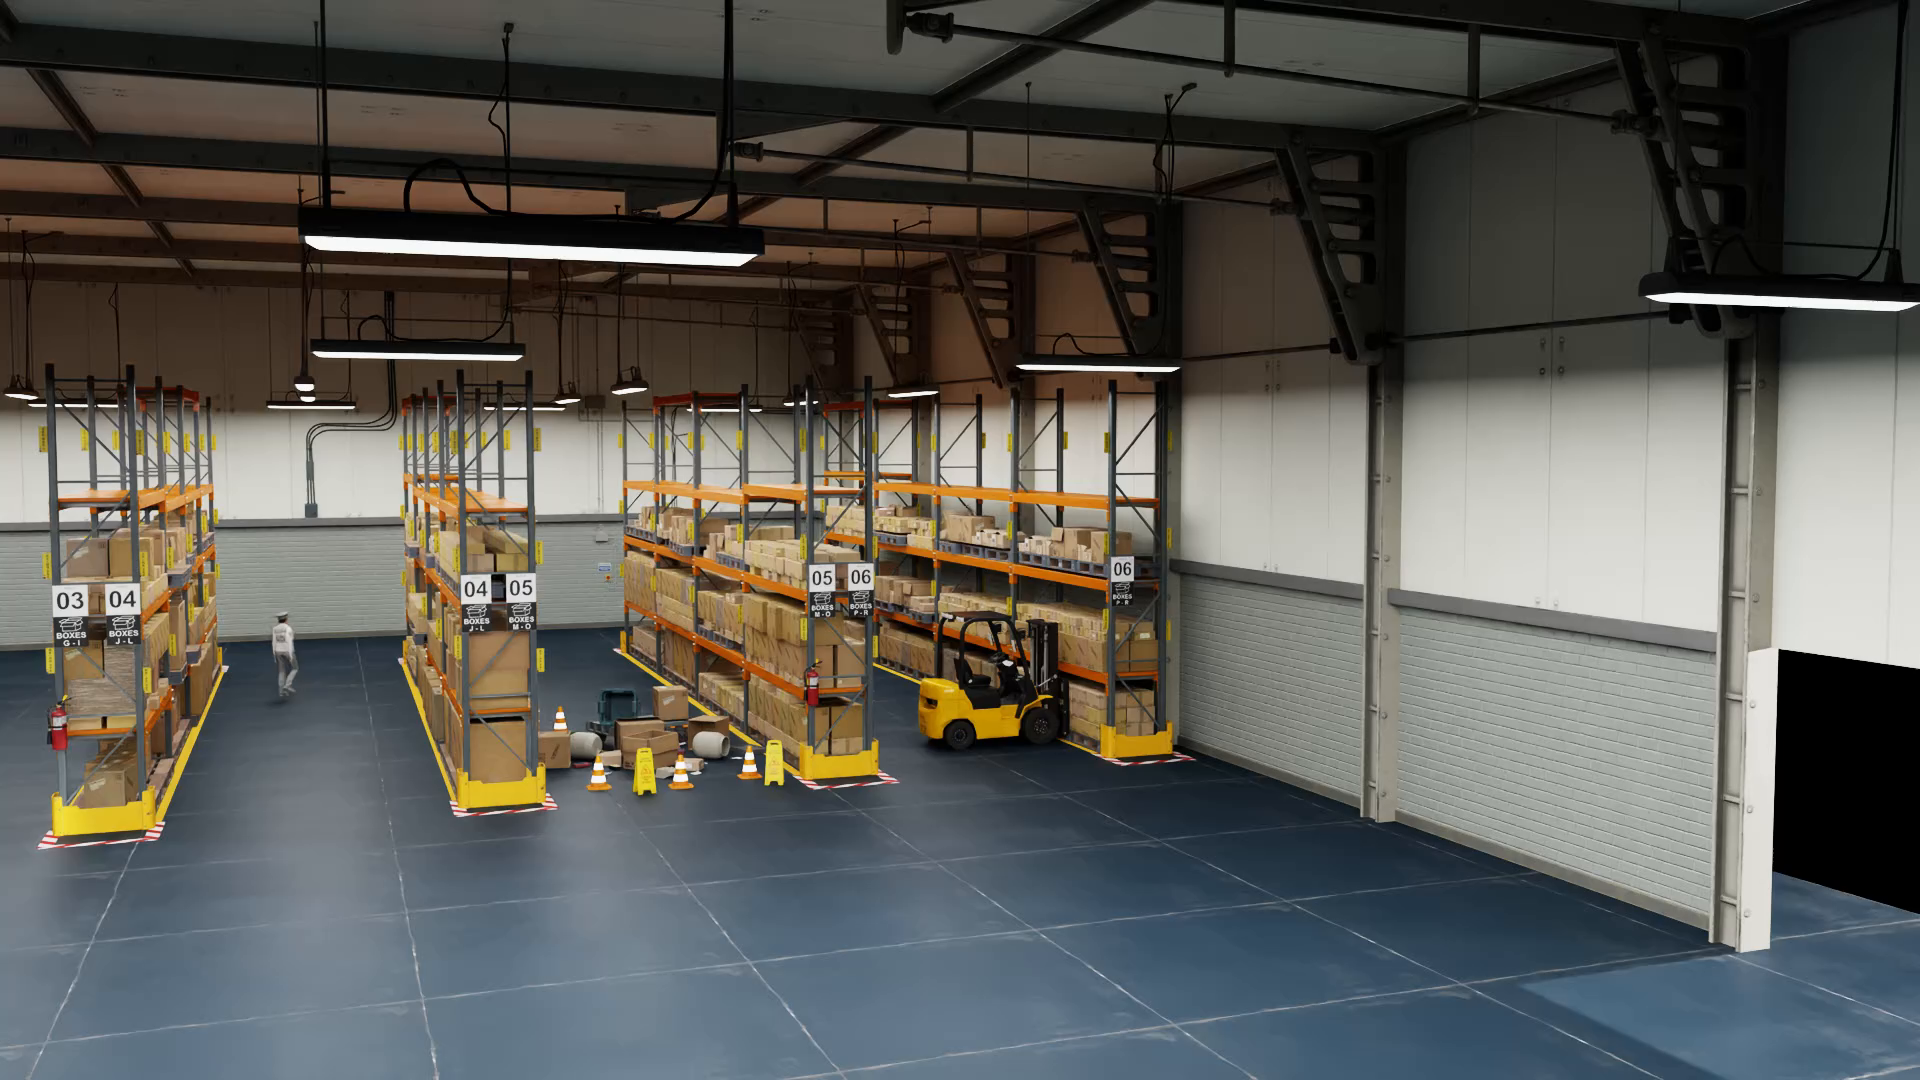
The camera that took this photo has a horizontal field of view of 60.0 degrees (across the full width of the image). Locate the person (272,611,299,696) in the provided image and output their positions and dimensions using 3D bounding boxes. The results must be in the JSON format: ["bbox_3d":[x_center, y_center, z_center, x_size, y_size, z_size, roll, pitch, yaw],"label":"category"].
[{"bbox_3d":[-13.315,2.240,32.734,0.511,1.661,0.462,0,3,4],"label":"person"}]
